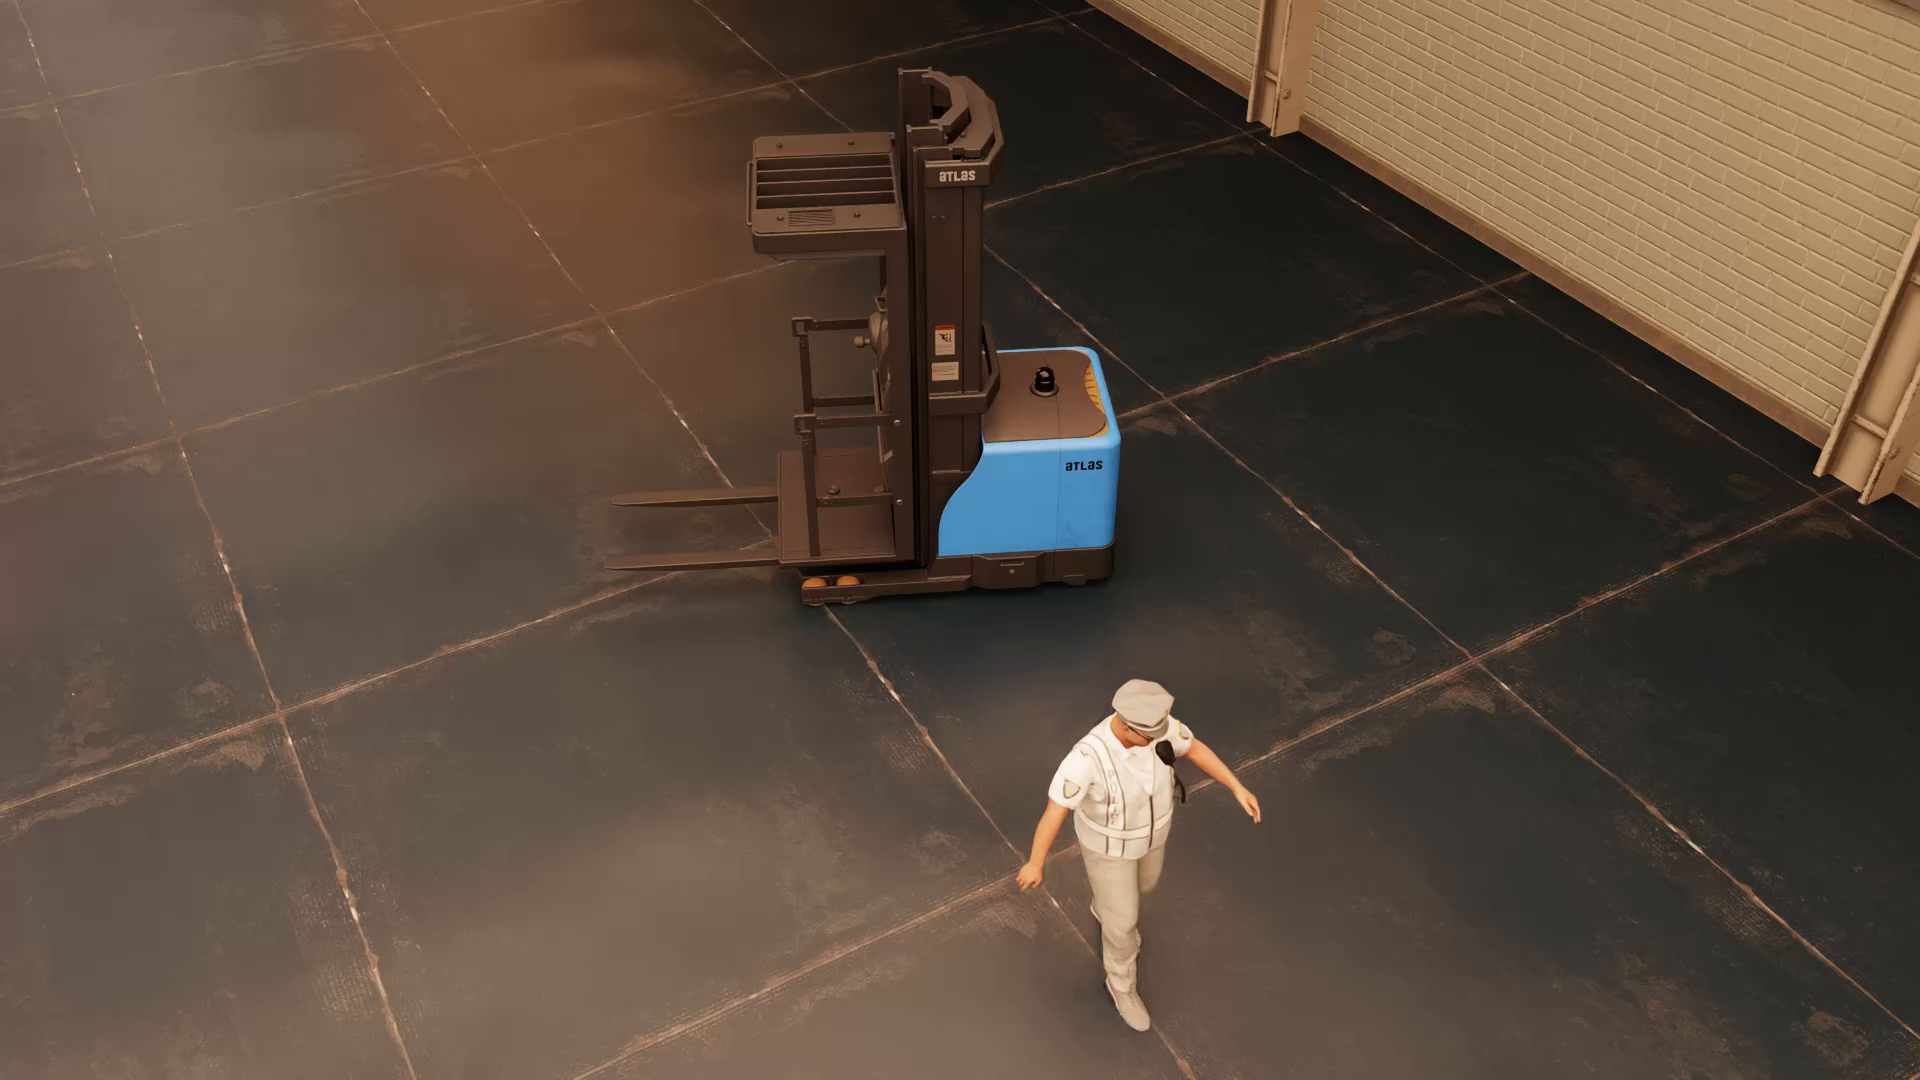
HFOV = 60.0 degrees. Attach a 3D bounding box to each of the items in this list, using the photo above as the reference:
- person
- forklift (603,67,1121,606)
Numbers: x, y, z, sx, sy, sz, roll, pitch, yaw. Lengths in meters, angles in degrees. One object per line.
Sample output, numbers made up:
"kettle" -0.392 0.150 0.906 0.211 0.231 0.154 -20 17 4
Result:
"person" 0.763 1.376 7.362 1.011 1.756 0.699 -24 45 -26
"forklift" -0.622 -1.093 9.354 3.031 2.935 1.130 -3 40 -4
